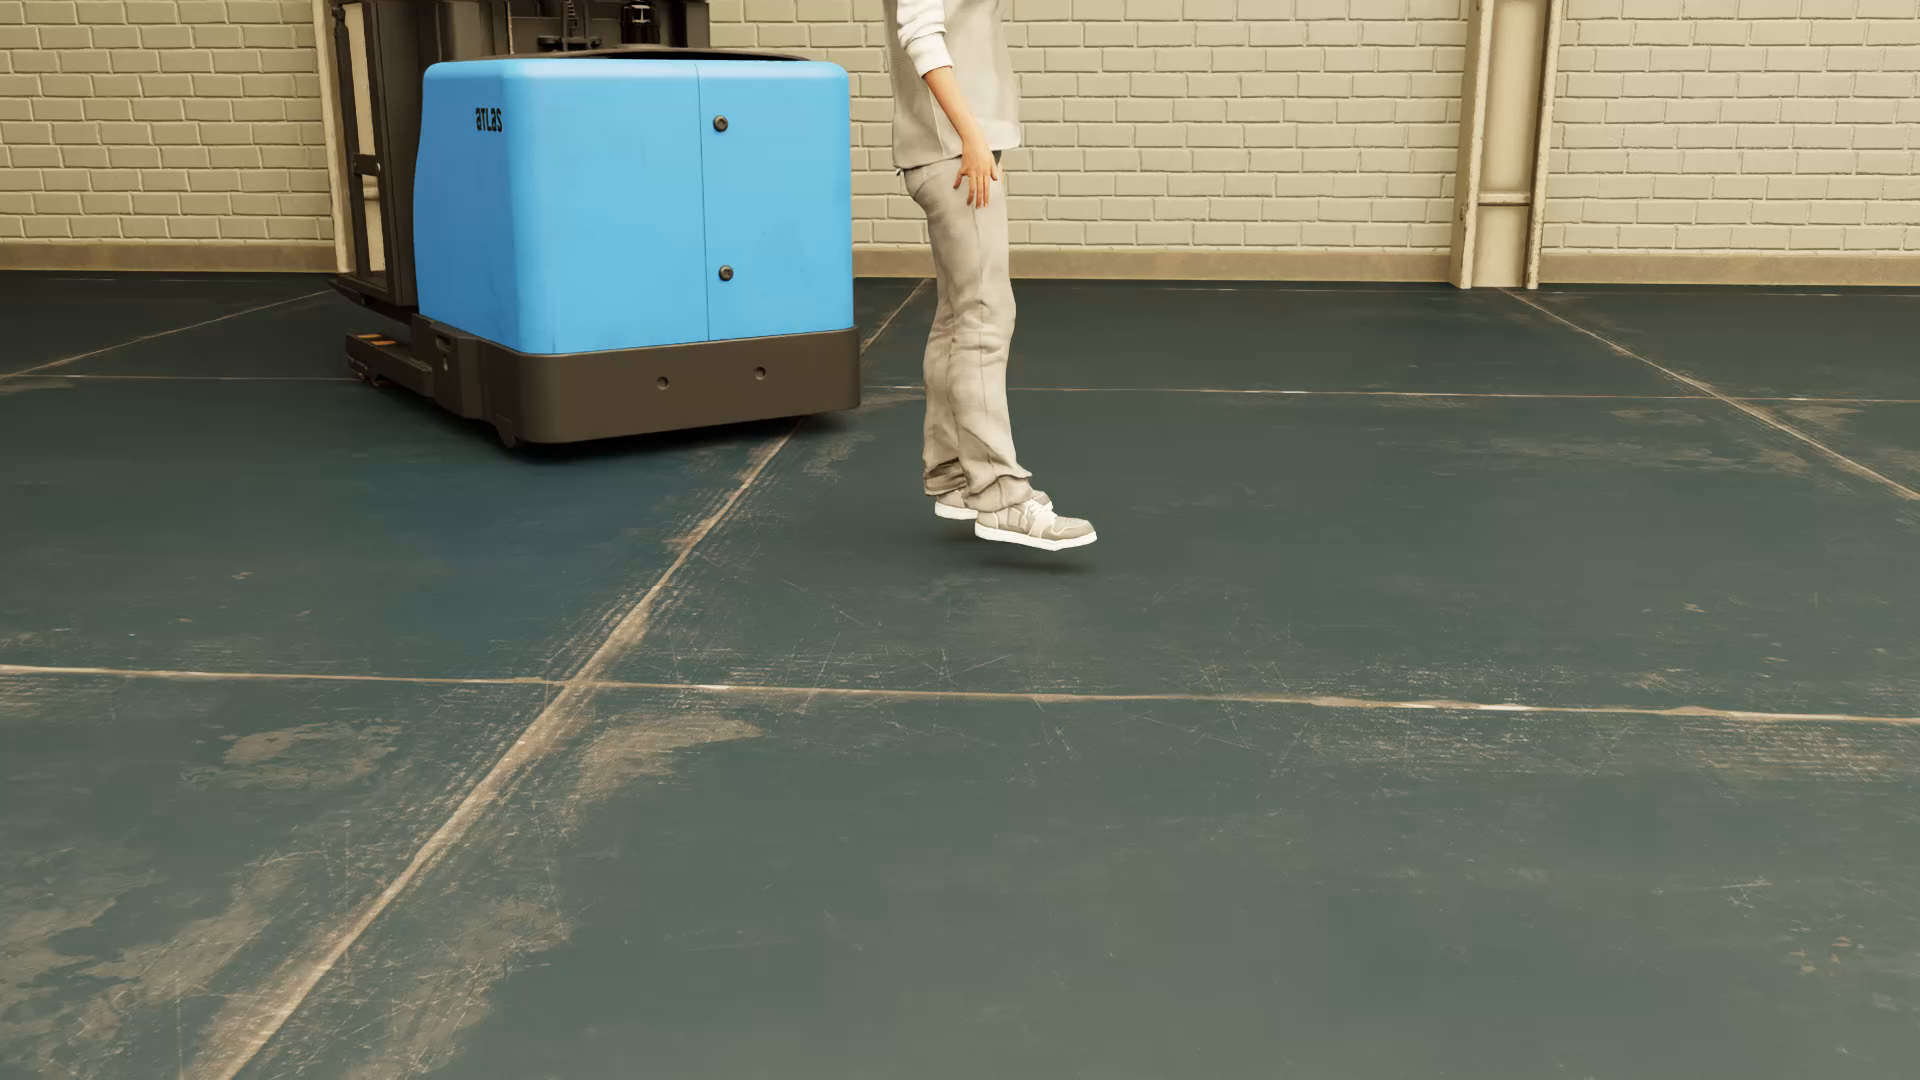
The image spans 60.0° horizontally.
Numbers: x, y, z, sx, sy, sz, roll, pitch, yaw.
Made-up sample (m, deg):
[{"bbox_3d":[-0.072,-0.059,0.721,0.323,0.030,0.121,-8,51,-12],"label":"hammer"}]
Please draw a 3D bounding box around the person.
[{"bbox_3d":[0.072,-0.812,3.573,0.474,1.598,0.519,1,15,4],"label":"person"}]

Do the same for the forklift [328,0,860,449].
[{"bbox_3d":[-1.531,-2.002,5.592,1.130,2.935,3.031,-10,18,-32],"label":"forklift"}]
